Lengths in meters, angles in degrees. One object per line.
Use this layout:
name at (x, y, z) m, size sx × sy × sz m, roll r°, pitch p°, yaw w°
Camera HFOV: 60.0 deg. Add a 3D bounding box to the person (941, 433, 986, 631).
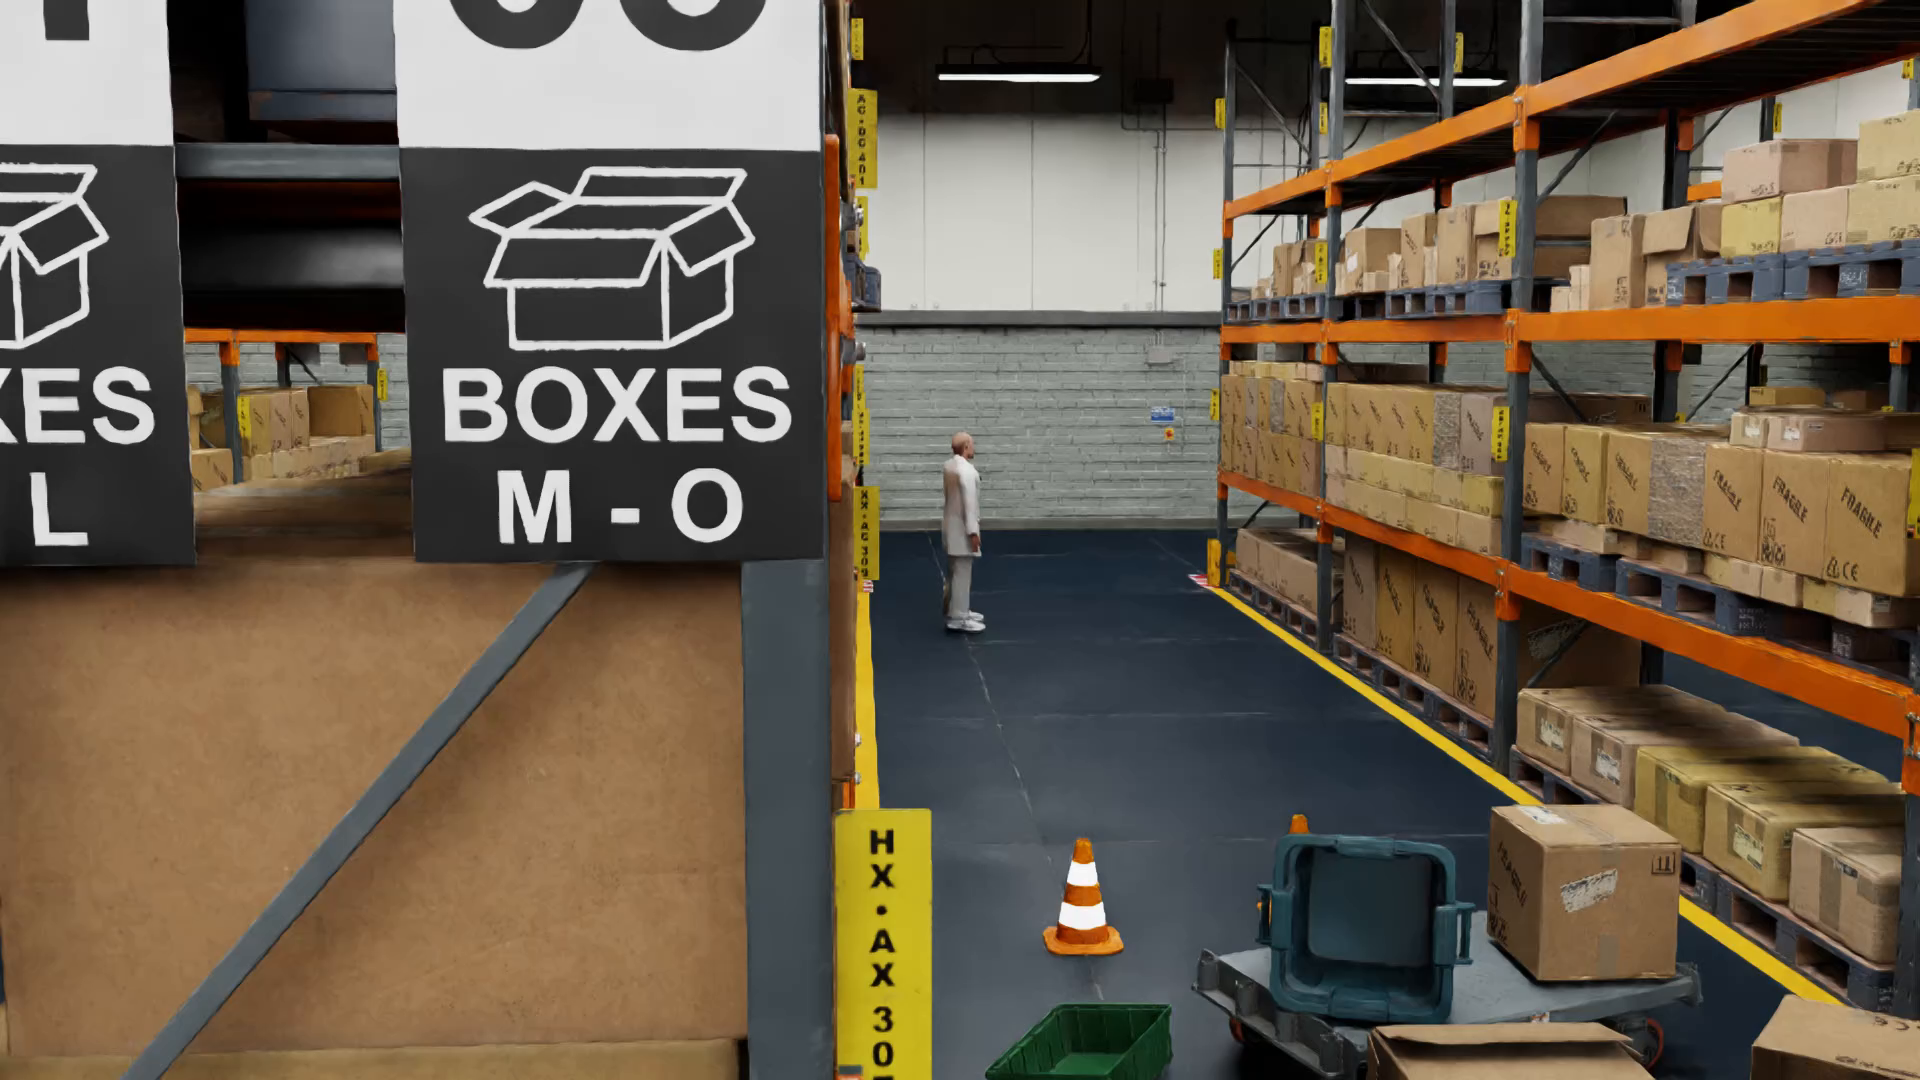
person at (0.049, -0.092, 15.313) m, size 0.431 × 1.792 × 0.695 m, roll -2°, pitch 7°, yaw -20°
